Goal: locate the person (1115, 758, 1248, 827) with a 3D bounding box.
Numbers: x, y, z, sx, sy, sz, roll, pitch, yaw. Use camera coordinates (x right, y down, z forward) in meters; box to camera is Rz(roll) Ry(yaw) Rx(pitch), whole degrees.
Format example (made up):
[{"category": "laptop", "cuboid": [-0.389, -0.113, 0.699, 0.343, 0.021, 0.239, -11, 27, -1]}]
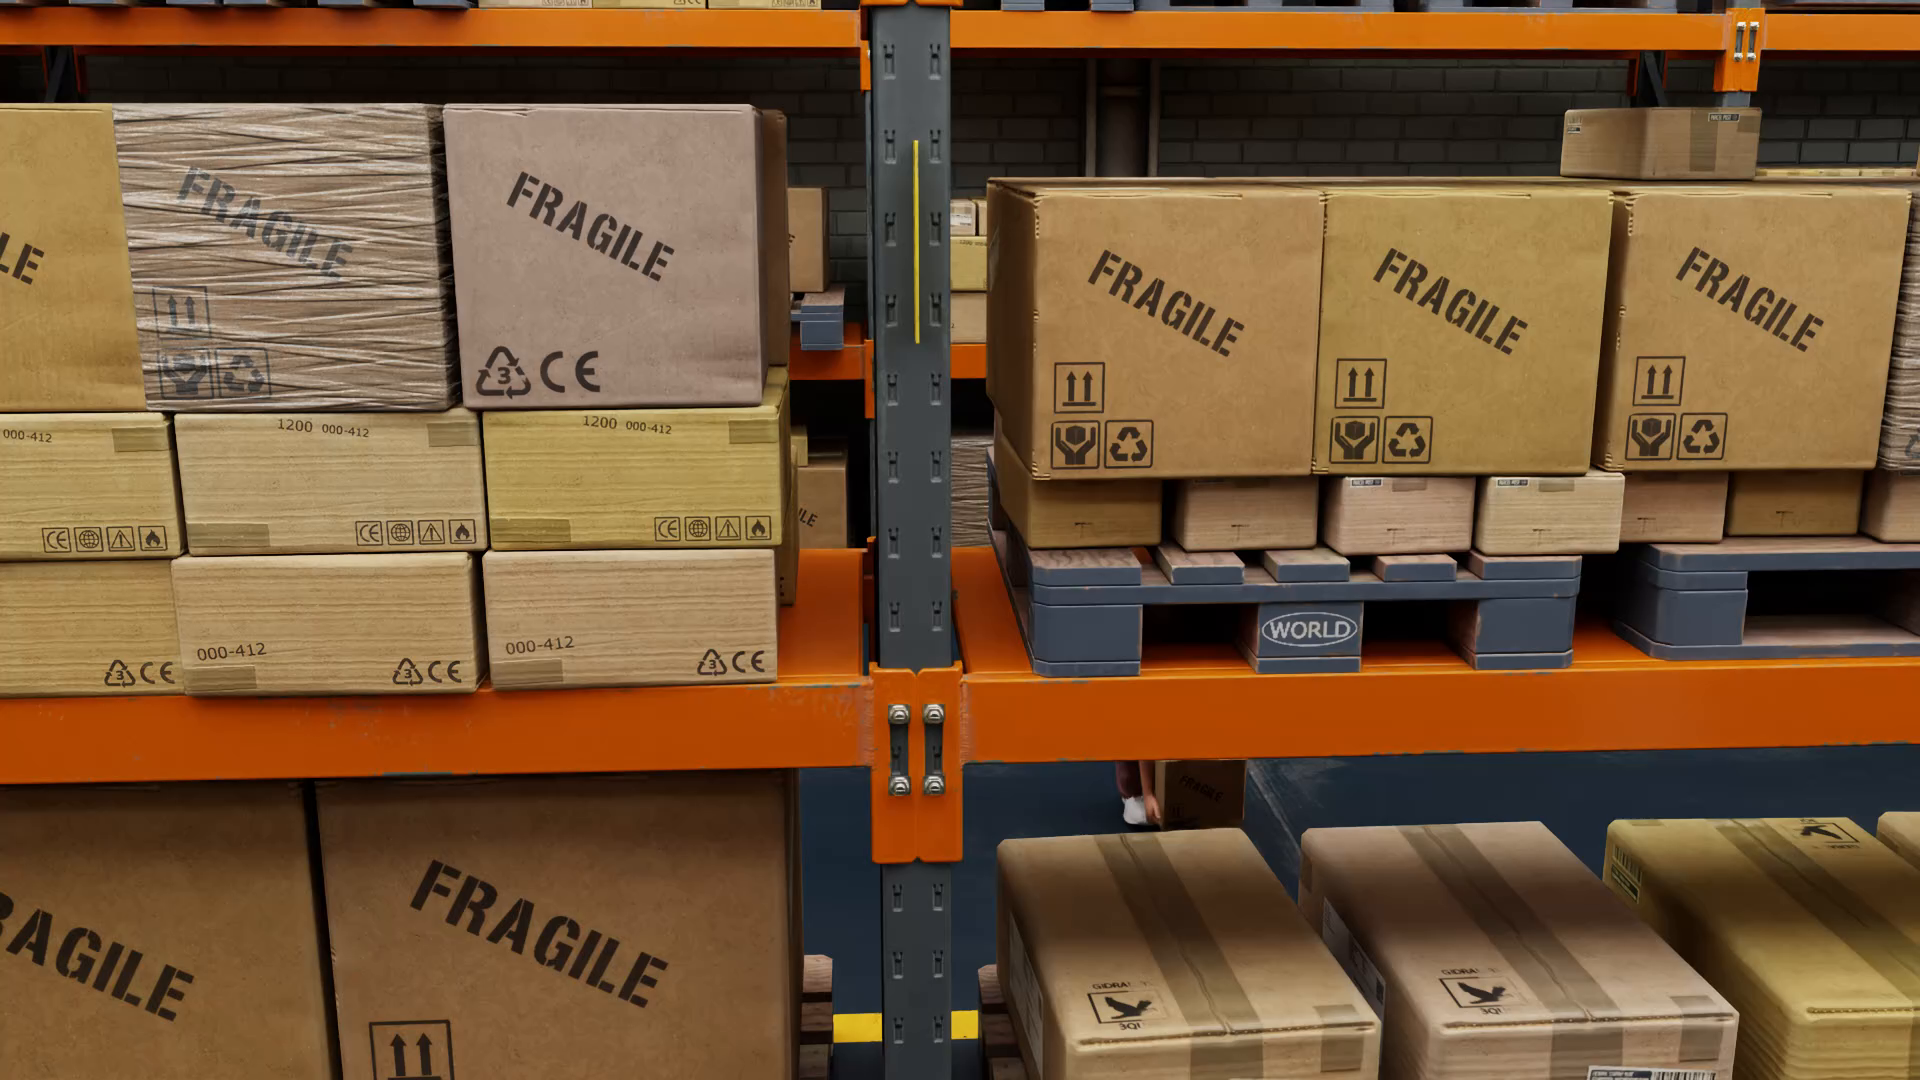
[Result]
[{"category": "person", "cuboid": [0.735, 0.505, 5.400, 0.453, 0.973, 0.860, -1, 14, -6]}]
